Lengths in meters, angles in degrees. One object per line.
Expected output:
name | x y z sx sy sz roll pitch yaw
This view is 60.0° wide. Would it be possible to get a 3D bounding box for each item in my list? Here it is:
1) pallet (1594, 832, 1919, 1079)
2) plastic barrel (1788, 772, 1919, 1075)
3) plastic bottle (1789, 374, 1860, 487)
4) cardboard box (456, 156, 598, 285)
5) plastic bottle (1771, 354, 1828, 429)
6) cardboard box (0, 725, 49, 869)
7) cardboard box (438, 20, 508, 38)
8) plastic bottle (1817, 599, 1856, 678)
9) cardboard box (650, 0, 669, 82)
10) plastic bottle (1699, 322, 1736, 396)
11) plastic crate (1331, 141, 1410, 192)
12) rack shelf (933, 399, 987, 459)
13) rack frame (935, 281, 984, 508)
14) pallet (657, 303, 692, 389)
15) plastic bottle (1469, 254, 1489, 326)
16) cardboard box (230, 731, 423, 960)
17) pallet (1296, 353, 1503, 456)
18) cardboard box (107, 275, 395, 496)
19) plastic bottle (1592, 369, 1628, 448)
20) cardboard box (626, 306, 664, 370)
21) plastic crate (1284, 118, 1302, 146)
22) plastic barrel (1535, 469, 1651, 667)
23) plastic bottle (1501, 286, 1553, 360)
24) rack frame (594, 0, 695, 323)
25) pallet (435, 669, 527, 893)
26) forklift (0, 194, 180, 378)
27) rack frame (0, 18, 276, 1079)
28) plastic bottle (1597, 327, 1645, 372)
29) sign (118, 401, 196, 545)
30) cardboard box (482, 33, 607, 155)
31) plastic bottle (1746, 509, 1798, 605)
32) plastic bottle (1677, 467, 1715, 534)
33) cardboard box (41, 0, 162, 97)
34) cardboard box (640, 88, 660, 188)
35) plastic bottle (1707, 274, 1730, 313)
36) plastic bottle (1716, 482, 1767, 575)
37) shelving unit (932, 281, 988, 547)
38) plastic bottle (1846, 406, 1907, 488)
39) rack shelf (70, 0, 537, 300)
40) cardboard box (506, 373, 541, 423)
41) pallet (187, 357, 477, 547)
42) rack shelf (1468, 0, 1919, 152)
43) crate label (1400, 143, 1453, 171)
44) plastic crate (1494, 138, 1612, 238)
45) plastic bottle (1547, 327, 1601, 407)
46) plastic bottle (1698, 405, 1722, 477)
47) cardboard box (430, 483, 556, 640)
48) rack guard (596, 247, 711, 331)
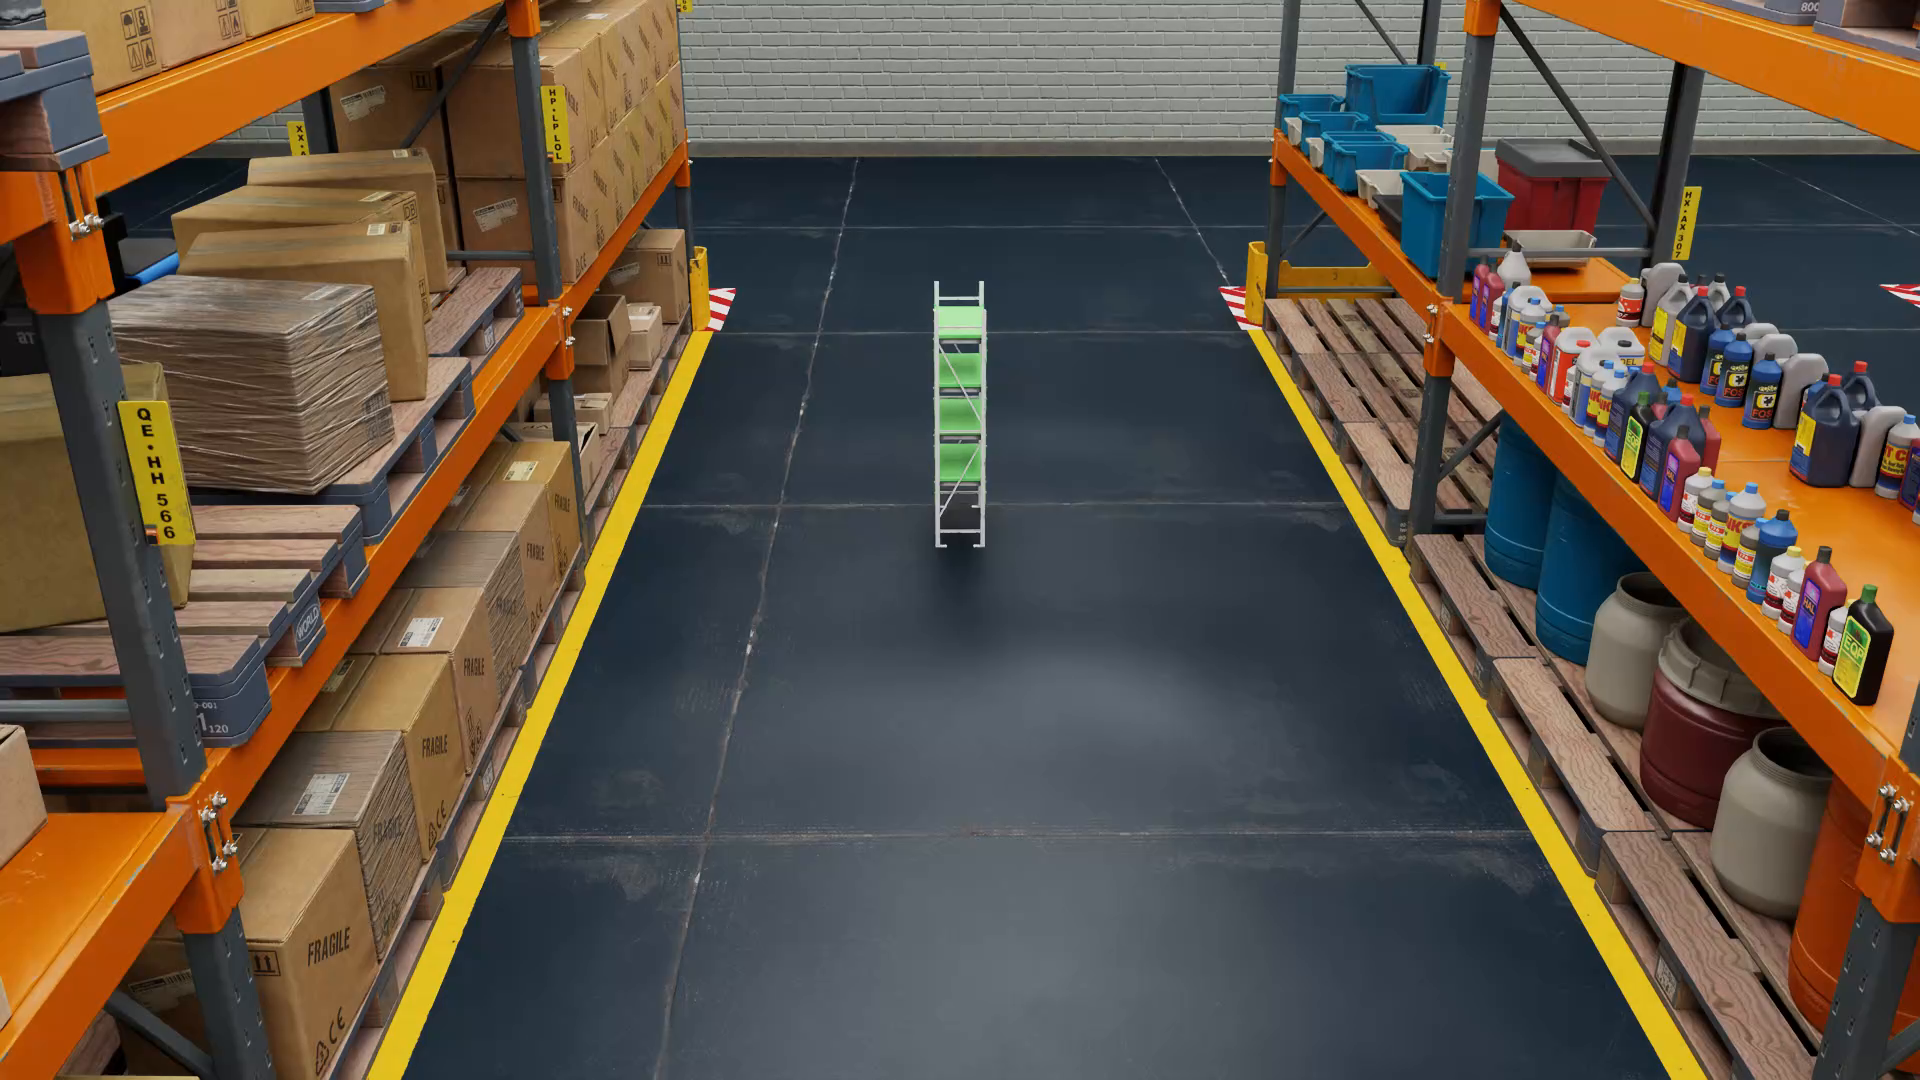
pallet | 2.654 1.318 5.079 1.003 0.211 1.213 0 24 -1
plastic barrel | 2.682 0.968 4.593 0.600 0.830 0.708 0 24 -1
plastic bottle | 2.859 -0.366 5.479 0.144 0.351 0.185 0 24 -1
cardboard box | -2.026 -1.512 7.831 0.500 0.500 0.500 0 24 1
plastic bottle | 3.001 -0.549 5.974 0.152 0.276 0.135 0 24 -1
cardboard box | -2.289 0.584 3.427 0.500 0.311 0.500 1 24 3
cardboard box | -2.571 -2.382 8.542 0.500 0.500 0.500 0 24 0
plastic bottle | 2.290 0.251 4.297 0.097 0.201 0.097 0 24 0
cardboard box | -2.050 -3.014 9.940 0.500 0.500 0.500 0 24 1
plastic bottle | 2.873 -0.690 6.291 0.097 0.271 0.097 0 24 0
plastic crate | 2.308 -2.106 9.396 0.416 0.233 0.300 0 24 -1
rack shelf | -0.002 -0.557 8.180 0.258 0.148 0.480 0 24 -1
rack frame | -0.004 -0.715 8.376 0.240 1.200 0.015 0 24 -1
pallet | -2.326 -1.273 10.808 1.003 0.211 1.213 0 24 -1
plastic bottle | 2.238 -1.070 7.117 0.061 0.283 0.133 0 24 -1
cardboard box | -1.980 0.927 5.060 0.500 0.500 0.500 -1 24 -2
pallet | 2.597 -0.812 9.789 1.003 0.211 1.213 0 24 -1
cardboard box | -2.188 -0.480 5.041 0.700 0.500 0.500 4 25 9
plastic bottle | 2.272 -0.460 5.782 0.097 0.271 0.097 0 24 0
cardboard box | -2.104 -1.236 10.147 0.500 0.250 0.500 0 24 -1
plastic crate | 2.211 -2.595 10.596 0.250 0.136 0.298 0 24 -1
plastic barrel | 2.657 0.005 6.636 0.600 0.901 0.708 0 24 -1
plastic bottle | 2.288 -0.876 6.697 0.152 0.276 0.135 0 24 -1
rack frame | -2.336 -2.903 11.029 1.000 3.000 0.127 0 24 -1
pallet | -2.230 0.855 6.105 1.003 0.211 1.213 0 24 -1
forklift | -4.800 -1.451 7.902 1.130 2.935 3.031 1 24 2
rack frame | -2.249 0.393 3.741 1.000 3.000 0.127 0 24 -1
plastic bottle | 2.447 -0.646 6.189 0.152 0.276 0.135 0 24 -1
sign | -1.694 -0.138 3.511 0.100 0.325 0.005 0 24 -1
cardboard box | -2.023 -2.164 8.060 0.500 0.500 0.500 -1 24 -2
plastic bottle | 2.285 0.043 4.670 0.097 0.271 0.097 0 24 0
plastic bottle | 2.280 -0.125 5.128 0.097 0.201 0.097 0 24 0
cardboard box | -2.287 -1.199 3.499 0.910 0.500 0.500 0 24 -1
cardboard box | -2.050 -2.346 9.676 0.500 0.500 0.500 0 24 0
plastic bottle | 2.998 -0.876 6.607 0.144 0.351 0.185 0 24 -1
plastic bottle | 2.283 -0.037 4.848 0.097 0.271 0.097 0 24 0
shelving unit | -0.002 -0.615 8.154 0.258 1.200 0.503 0 24 -1
plastic bottle | 3.007 -0.322 5.473 0.152 0.276 0.135 0 24 -1
rack shelf | -2.271 -1.470 5.093 1.077 0.370 4.000 0 24 -1
cardboard box | -2.591 -0.773 9.048 0.500 0.311 0.500 0 24 -1
pallet | -2.275 -0.321 5.552 1.003 0.211 1.213 0 24 -1
rack shelf | 2.682 -1.491 5.139 1.077 0.370 4.000 0 24 -1
crate label | 2.823 -2.262 9.858 0.396 0.136 0.243 0 24 -1
plastic crate | 2.901 -1.701 8.221 0.402 0.464 0.583 0 24 -1
plastic bottle | 2.295 -0.645 6.187 0.152 0.276 0.135 0 24 -1
plastic bottle | 2.403 -0.287 5.386 0.061 0.283 0.133 0 24 -1
cardboard box | -2.004 0.089 6.912 0.500 0.500 0.500 0 24 0
rack guard | -2.336 -1.733 11.475 1.175 0.500 0.348 0 24 -1
